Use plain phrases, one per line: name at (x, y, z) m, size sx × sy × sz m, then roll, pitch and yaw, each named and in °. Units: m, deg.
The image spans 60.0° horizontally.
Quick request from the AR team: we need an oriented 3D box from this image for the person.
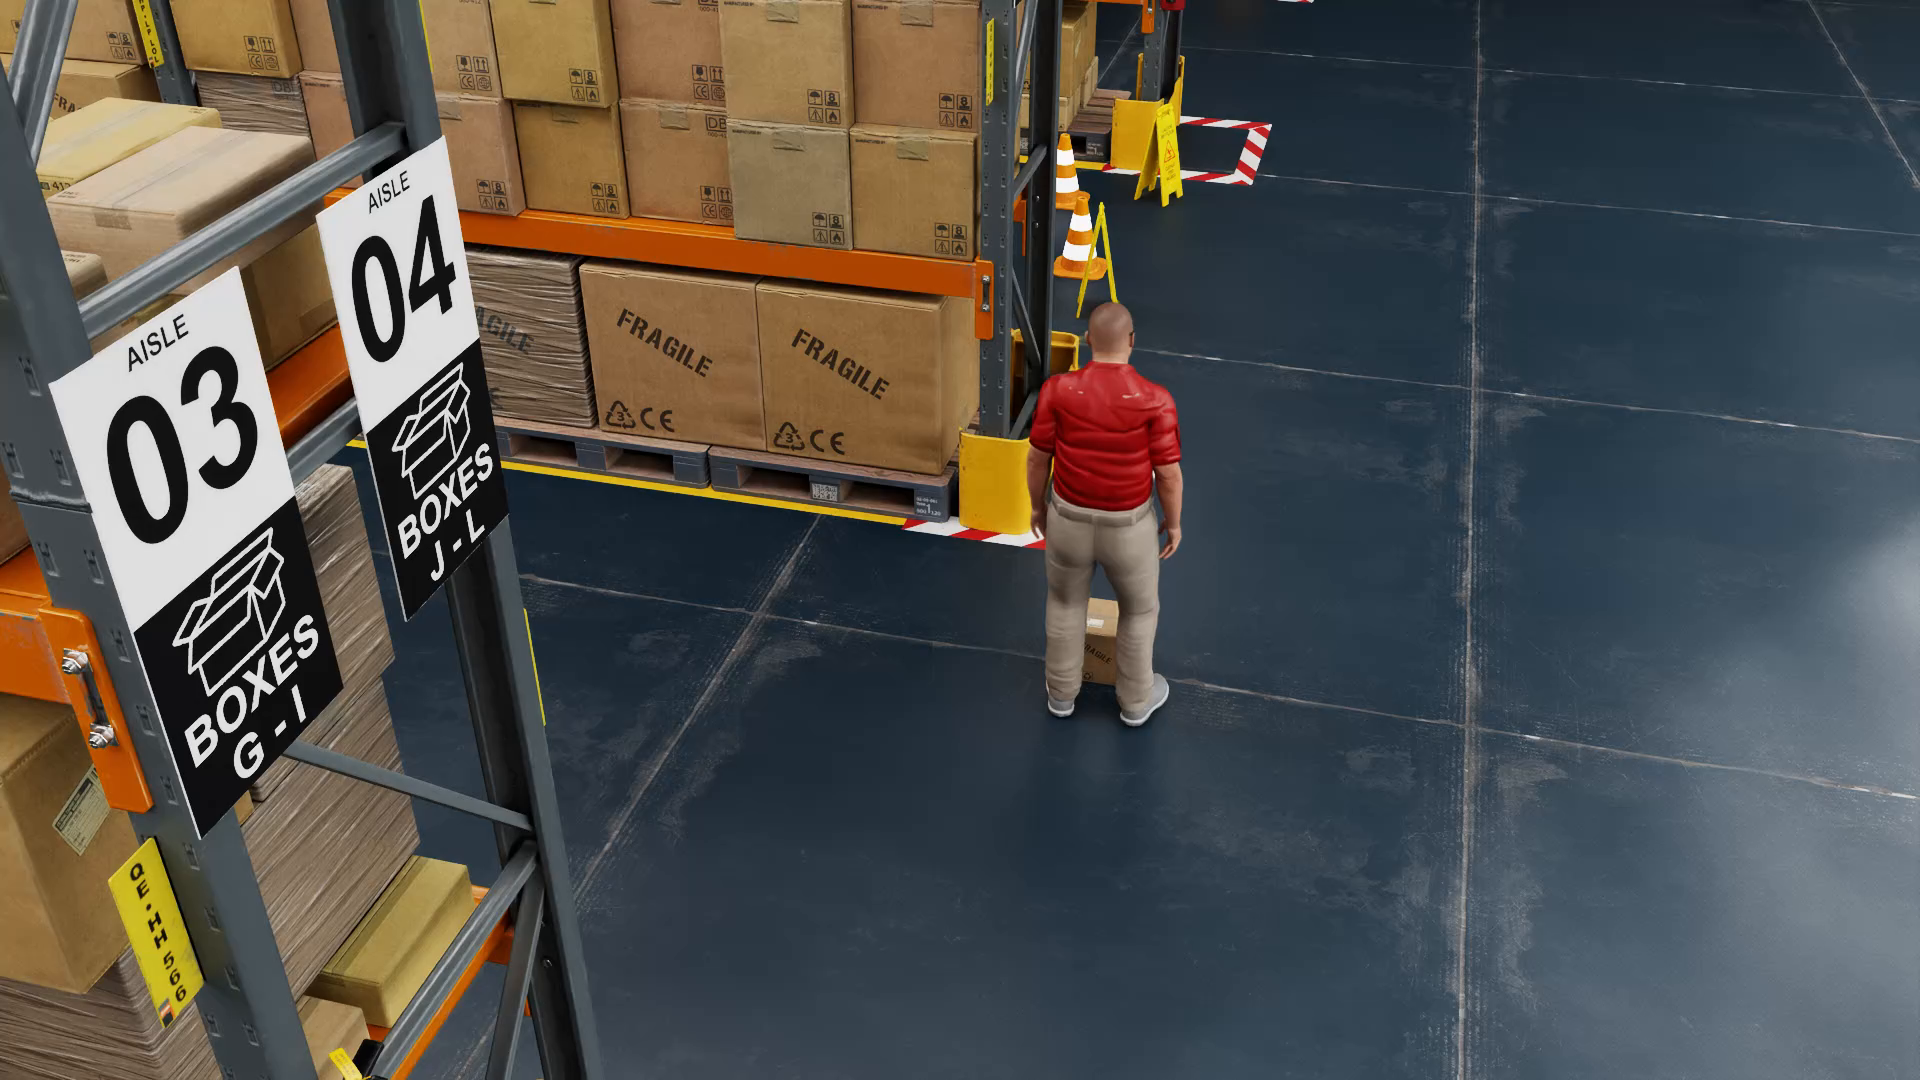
person at (0.542, 0.003, 6.308) m, size 0.568 × 1.552 × 0.393 m, roll 8°, pitch 34°, yaw 13°
